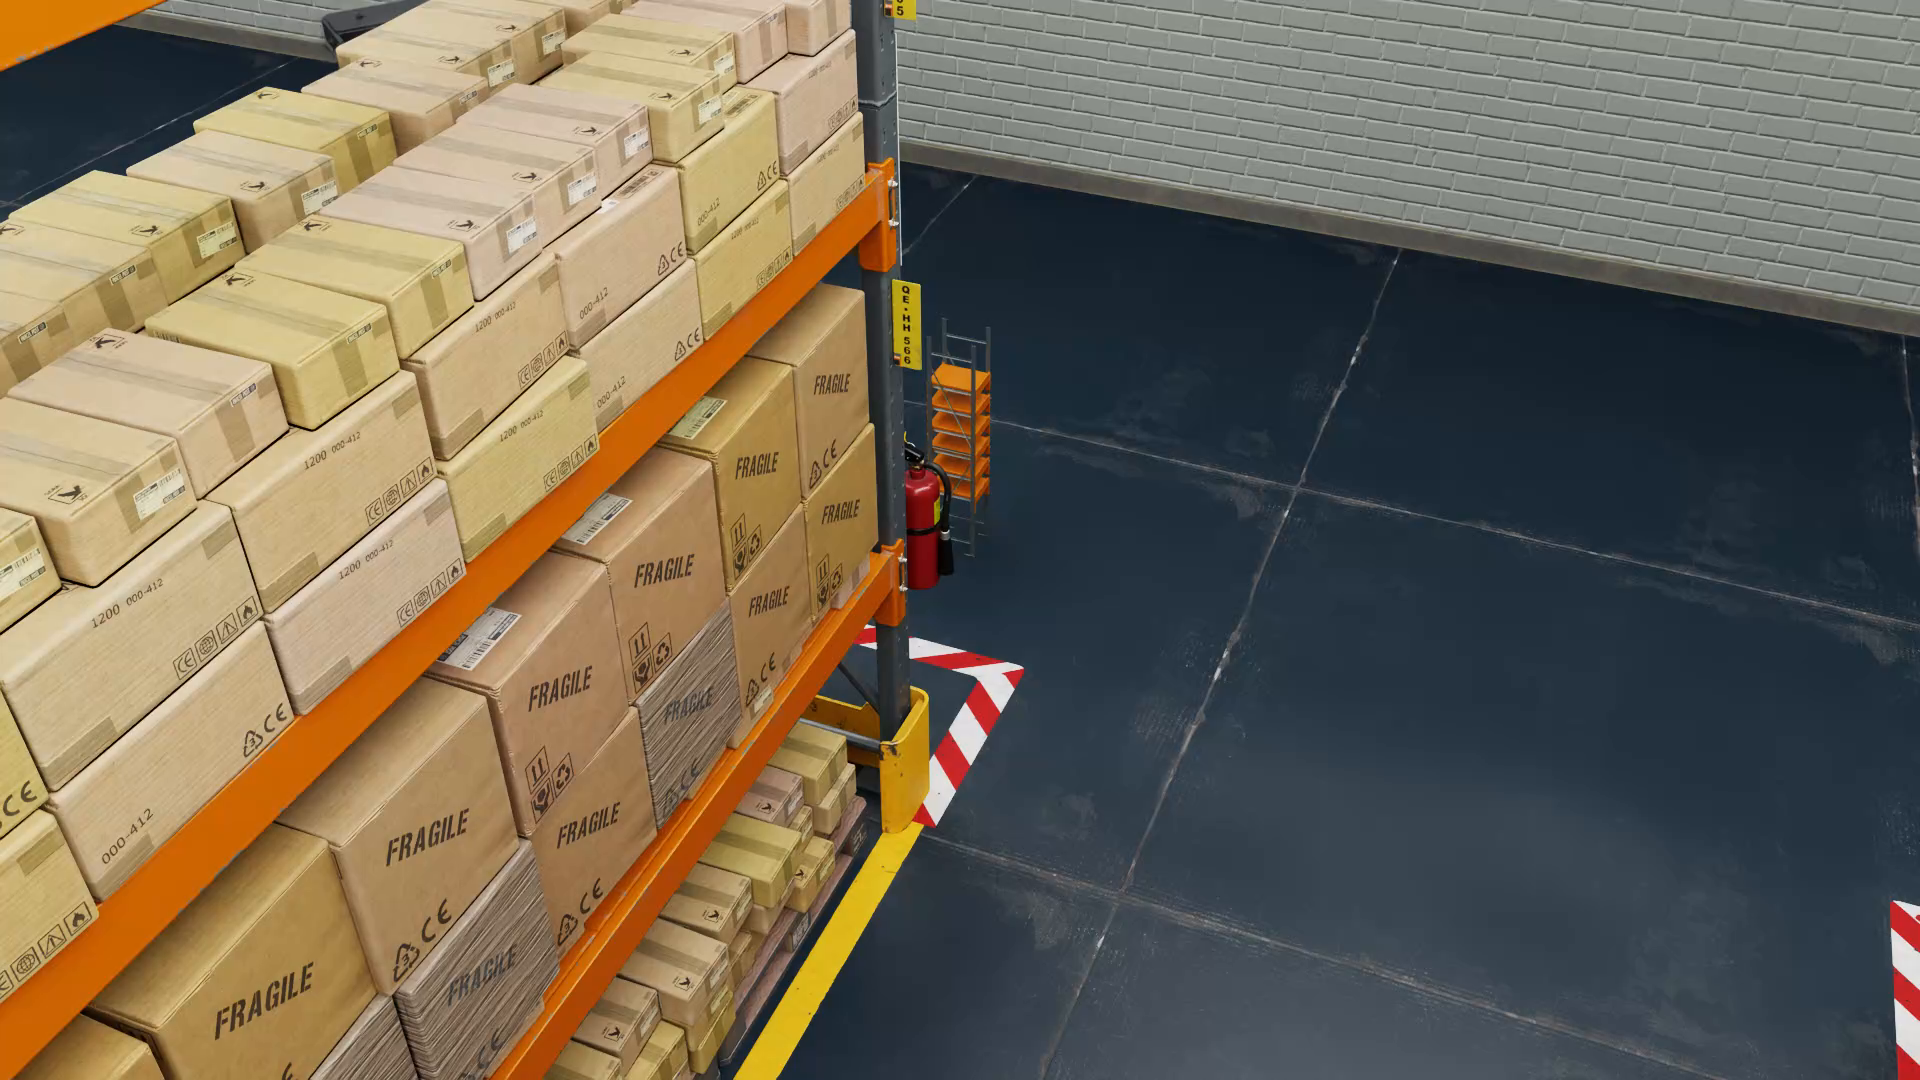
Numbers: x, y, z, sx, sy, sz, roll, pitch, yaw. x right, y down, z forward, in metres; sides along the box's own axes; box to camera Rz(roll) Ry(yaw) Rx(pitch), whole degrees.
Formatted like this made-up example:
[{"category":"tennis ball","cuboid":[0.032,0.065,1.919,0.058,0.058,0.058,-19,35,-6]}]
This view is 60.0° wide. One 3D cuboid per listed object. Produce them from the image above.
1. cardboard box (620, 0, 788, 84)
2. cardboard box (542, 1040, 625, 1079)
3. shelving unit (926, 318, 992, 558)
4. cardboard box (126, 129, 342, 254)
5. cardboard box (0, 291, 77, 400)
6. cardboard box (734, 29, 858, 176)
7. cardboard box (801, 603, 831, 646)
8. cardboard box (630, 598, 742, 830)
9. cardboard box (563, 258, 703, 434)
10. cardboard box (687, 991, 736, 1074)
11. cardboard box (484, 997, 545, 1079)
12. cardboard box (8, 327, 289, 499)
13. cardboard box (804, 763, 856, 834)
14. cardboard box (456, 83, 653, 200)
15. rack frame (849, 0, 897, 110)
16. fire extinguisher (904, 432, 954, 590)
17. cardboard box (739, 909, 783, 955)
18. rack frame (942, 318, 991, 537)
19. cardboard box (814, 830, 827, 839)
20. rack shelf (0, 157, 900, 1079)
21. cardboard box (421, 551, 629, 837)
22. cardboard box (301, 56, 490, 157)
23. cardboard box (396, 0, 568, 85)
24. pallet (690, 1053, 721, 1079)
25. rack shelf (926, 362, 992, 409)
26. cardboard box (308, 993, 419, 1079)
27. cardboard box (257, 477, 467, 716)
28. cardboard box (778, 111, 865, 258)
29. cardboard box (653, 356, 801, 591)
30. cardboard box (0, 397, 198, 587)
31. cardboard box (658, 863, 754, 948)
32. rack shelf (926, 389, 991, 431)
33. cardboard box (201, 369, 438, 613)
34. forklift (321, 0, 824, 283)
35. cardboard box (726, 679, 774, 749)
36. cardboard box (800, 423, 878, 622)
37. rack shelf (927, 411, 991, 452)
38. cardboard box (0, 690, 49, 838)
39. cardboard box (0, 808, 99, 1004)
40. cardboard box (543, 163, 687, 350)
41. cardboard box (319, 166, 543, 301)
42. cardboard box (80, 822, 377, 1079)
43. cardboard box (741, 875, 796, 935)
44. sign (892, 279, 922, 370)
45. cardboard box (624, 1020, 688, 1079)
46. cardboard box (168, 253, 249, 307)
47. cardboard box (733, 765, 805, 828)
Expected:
[{"category":"cardboard box","cuboid":[-0.703,-1.398,4.585,0.380,0.149,0.250,14,39,18]},{"category":"cardboard box","cuboid":[-1.264,1.681,5.131,0.380,0.149,0.250,14,39,18]},{"category":"shelving unit","cuboid":[-0.005,-0.473,7.982,0.258,1.200,0.189,14,39,18]},{"category":"cardboard box","cuboid":[-1.635,-0.787,3.768,0.380,0.149,0.250,15,39,19]},{"category":"cardboard box","cuboid":[-1.950,-0.368,3.207,0.380,0.149,0.250,12,39,16]},{"category":"cardboard box","cuboid":[-0.623,-1.295,4.781,0.500,0.250,0.500,13,39,16]},{"category":"cardboard box","cuboid":[-0.675,0.208,5.777,0.380,0.149,0.250,14,39,18]},{"category":"cardboard box","cuboid":[-1.001,0.449,4.914,0.500,0.500,0.500,14,39,18]},{"category":"cardboard box","cuboid":[-1.000,-0.540,4.188,0.500,0.250,0.500,16,39,20]},{"category":"cardboard box","cuboid":[-0.996,1.633,5.691,0.380,0.149,0.250,12,38,16]},{"category":"cardboard box","cuboid":[-1.339,1.226,4.415,0.380,0.149,0.250,16,39,20]},{"category":"cardboard box","cuboid":[-1.473,-0.235,3.030,0.380,0.149,0.250,13,39,16]},{"category":"cardboard box","cuboid":[-0.620,0.945,6.363,0.380,0.149,0.250,13,39,17]},{"category":"cardboard box","cuboid":[-0.972,-0.963,4.003,0.380,0.149,0.250,13,39,17]},{"category":"rack frame","cuboid":[-0.683,-2.669,4.407,1.000,3.000,0.127,14,39,18]},{"category":"fire extinguisher","cuboid":[-0.161,-0.120,6.383,0.296,0.674,0.183,14,39,18]},{"category":"cardboard box","cuboid":[-0.875,1.338,6.086,0.380,0.149,0.250,14,39,18]},{"category":"rack frame","cuboid":[0.029,-0.523,8.049,0.240,1.200,0.006,14,39,18]},{"category":"cardboard box","cuboid":[-0.691,1.046,6.477,0.380,0.149,0.250,14,39,18]},{"category":"rack shelf","cuboid":[-1.444,-0.072,4.038,1.077,0.370,4.000,14,39,18]},{"category":"cardboard box","cuboid":[-1.208,0.348,4.213,0.500,0.500,0.500,13,39,16]},{"category":"cardboard box","cuboid":[-1.395,-1.069,4.145,0.380,0.149,0.250,15,39,19]},{"category":"cardboard box","cuboid":[-1.302,-1.370,4.548,0.380,0.149,0.250,14,39,18]},{"category":"pallet","cuboid":[-1.520,2.007,5.490,1.003,0.211,1.213,14,39,18]},{"category":"rack shelf","cuboid":[-0.005,-0.725,7.793,0.258,0.103,0.180,14,39,18]},{"category":"cardboard box","cuboid":[-1.602,1.297,3.779,0.500,0.500,0.500,14,39,18]},{"category":"cardboard box","cuboid":[-1.387,0.047,3.403,0.500,0.250,0.500,15,39,20]},{"category":"cardboard box","cuboid":[-0.612,-1.096,4.932,0.500,0.250,0.500,13,39,17]},{"category":"cardboard box","cuboid":[-0.820,-0.236,4.994,0.500,0.500,0.500,13,39,16]},{"category":"cardboard box","cuboid":[-1.552,-0.088,2.832,0.380,0.149,0.250,13,39,16]},{"category":"cardboard box","cuboid":[-0.937,1.247,5.711,0.380,0.149,0.250,12,39,16]},{"category":"rack shelf","cuboid":[-0.005,-0.629,7.865,0.258,0.103,0.180,14,39,18]},{"category":"cardboard box","cuboid":[-1.402,-0.155,3.256,0.500,0.250,0.500,15,39,19]},{"category":"forklift","cuboid":[-2.122,-1.323,7.673,3.031,2.935,1.130,-20,41,-24]},{"category":"cardboard box","cuboid":[-0.832,0.497,5.391,0.380,0.149,0.250,15,39,19]},{"category":"cardboard box","cuboid":[-0.616,-0.118,5.672,0.500,0.500,0.500,15,39,19]},{"category":"rack shelf","cuboid":[-0.005,-0.533,7.936,0.258,0.103,0.180,14,39,18]},{"category":"cardboard box","cuboid":[-1.800,0.395,2.520,0.500,0.250,0.500,15,39,19]},{"category":"cardboard box","cuboid":[-1.785,0.611,2.649,0.500,0.250,0.500,16,40,20]},{"category":"cardboard box","cuboid":[-1.014,-0.729,4.023,0.500,0.250,0.500,14,39,18]},{"category":"cardboard box","cuboid":[-1.144,-0.670,3.612,0.380,0.149,0.250,13,39,16]},{"category":"cardboard box","cuboid":[-1.625,0.904,3.470,0.500,0.500,0.500,13,39,16]},{"category":"cardboard box","cuboid":[-0.816,1.233,5.978,0.380,0.149,0.250,12,38,16]},{"category":"sign","cuboid":[-0.178,-0.719,5.577,0.100,0.325,0.005,14,39,18]},{"category":"cardboard box","cuboid":[-1.116,1.661,5.406,0.380,0.149,0.250,16,40,20]},{"category":"cardboard box","cuboid":[-1.683,-0.578,3.821,0.500,0.250,0.500,12,39,16]},{"category":"cardboard box","cuboid":[-0.799,0.946,6.114,0.380,0.149,0.250,15,39,19]}]
